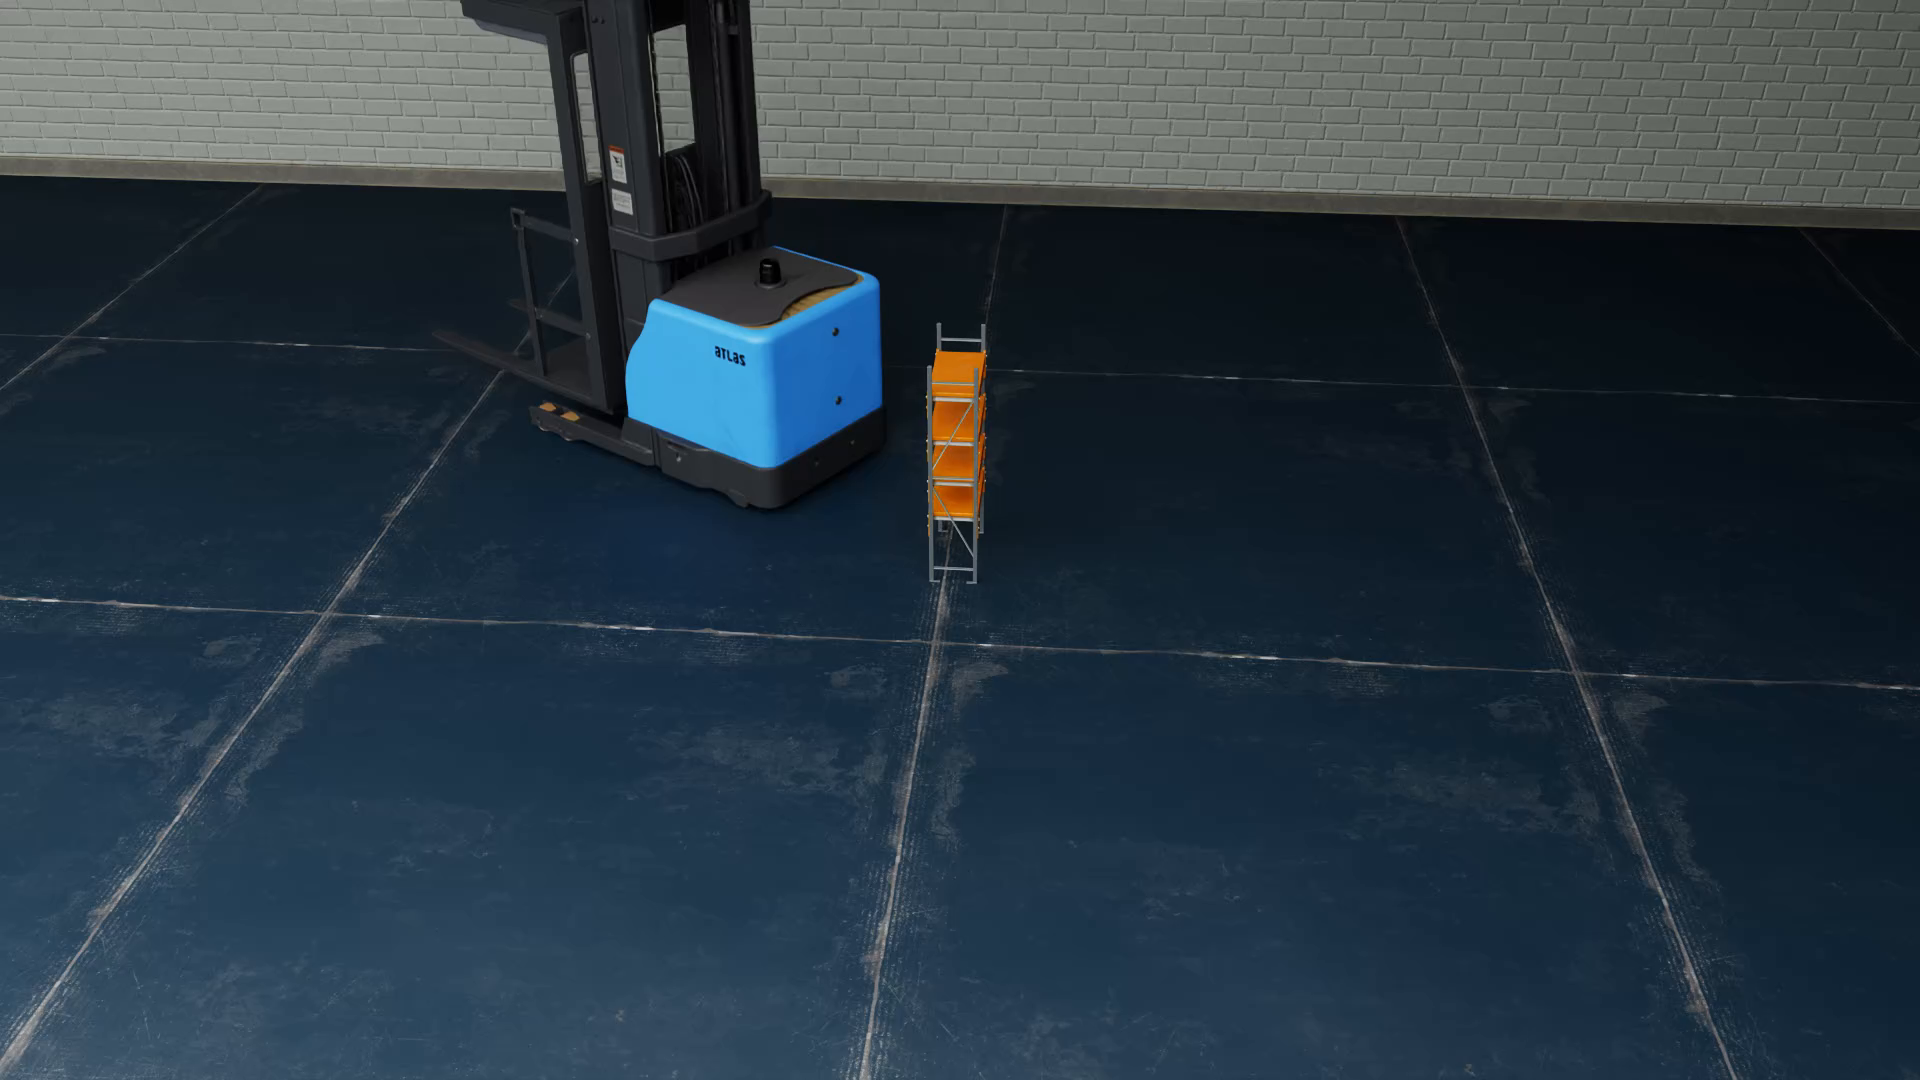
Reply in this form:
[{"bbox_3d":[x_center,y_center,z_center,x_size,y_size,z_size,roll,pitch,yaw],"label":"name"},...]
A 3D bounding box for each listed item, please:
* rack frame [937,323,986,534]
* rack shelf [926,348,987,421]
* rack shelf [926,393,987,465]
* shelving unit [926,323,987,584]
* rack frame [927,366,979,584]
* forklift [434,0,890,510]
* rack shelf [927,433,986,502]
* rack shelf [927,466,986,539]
[{"bbox_3d":[0.006,-0.552,8.502,0.240,1.200,0.015,2,32,4],"label":"rack frame"},{"bbox_3d":[-0.013,-0.759,8.089,0.258,0.148,0.480,2,32,4],"label":"rack shelf"},{"bbox_3d":[-0.013,-0.557,8.213,0.258,0.148,0.480,2,32,4],"label":"rack shelf"},{"bbox_3d":[-0.013,-0.424,8.295,0.258,1.200,0.503,2,32,4],"label":"shelving unit"},{"bbox_3d":[-0.033,-0.297,8.088,0.240,1.200,0.015,2,32,4],"label":"rack frame"},{"bbox_3d":[-1.886,-2.017,9.230,3.031,2.935,1.130,21,37,30],"label":"forklift"},{"bbox_3d":[-0.013,-0.367,8.330,0.258,0.148,0.480,2,32,4],"label":"rack shelf"},{"bbox_3d":[-0.013,-0.198,8.434,0.258,0.148,0.480,2,32,4],"label":"rack shelf"}]
